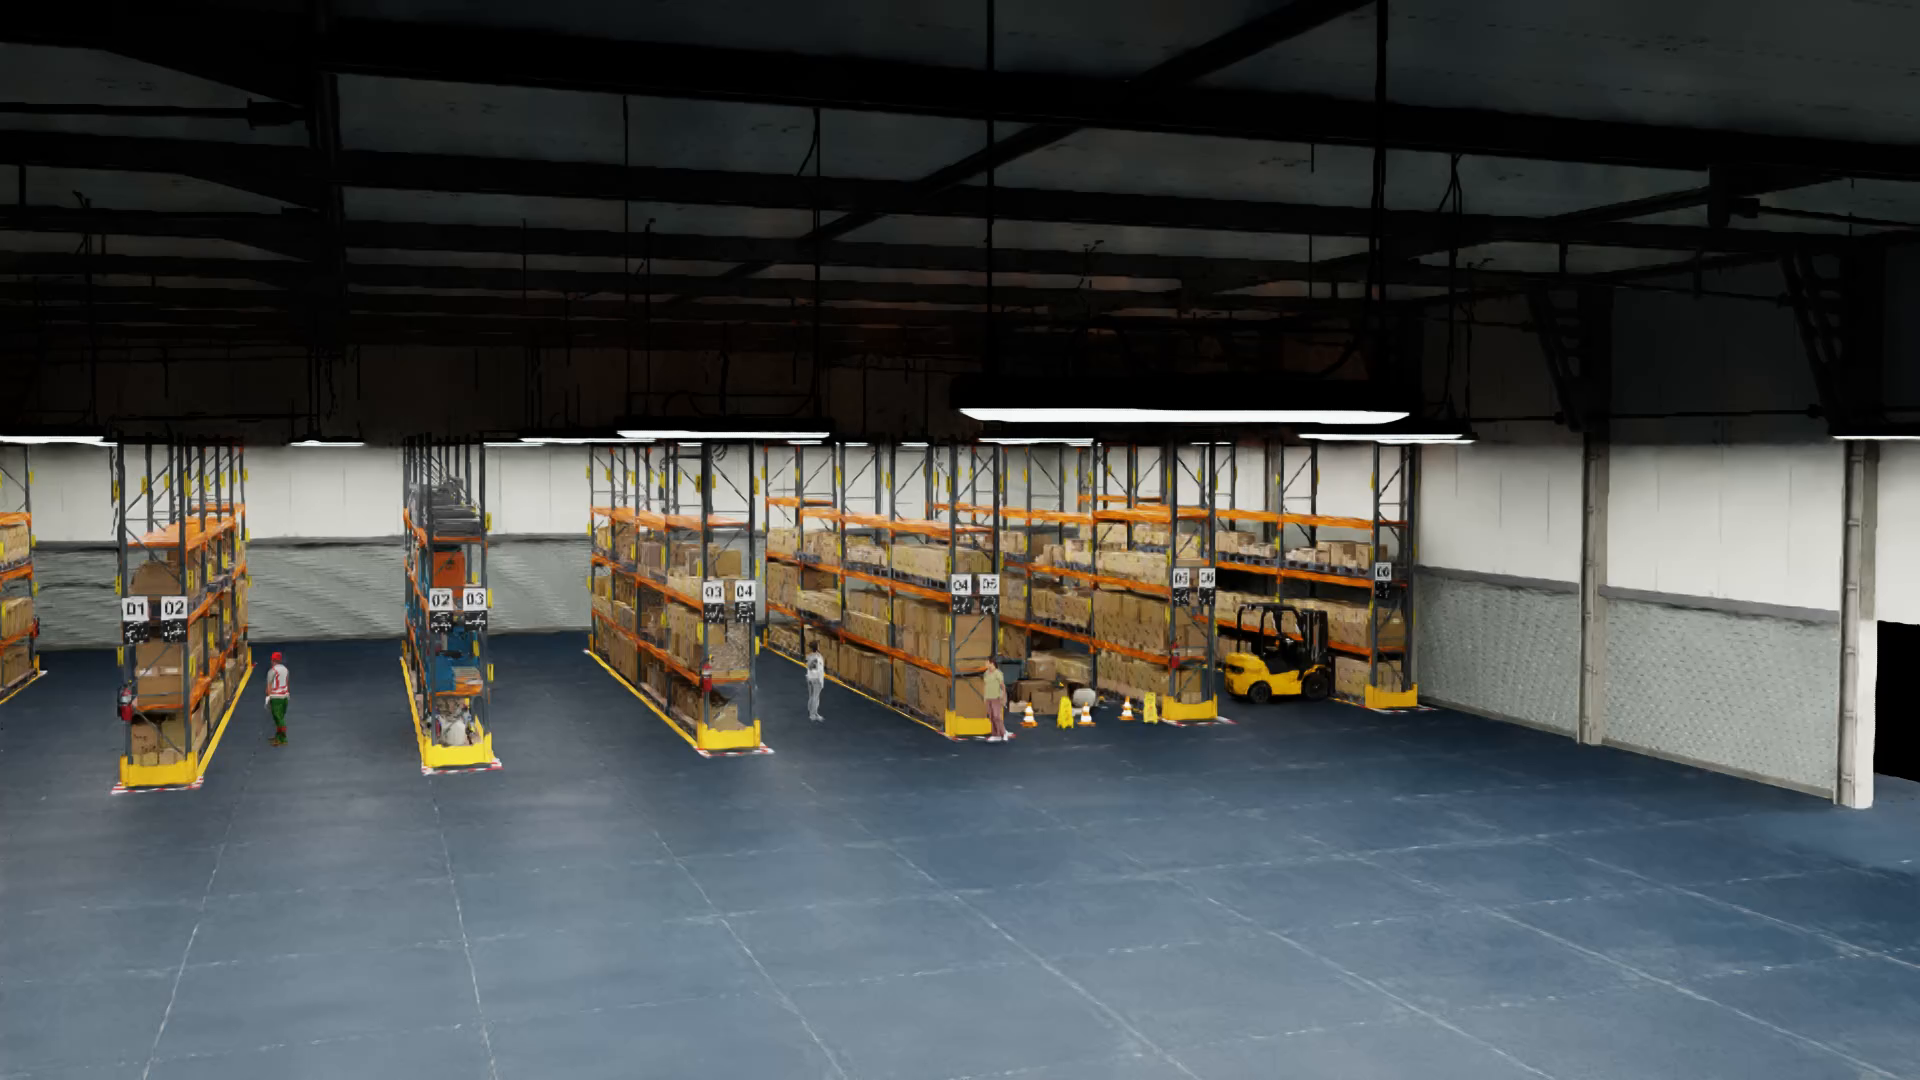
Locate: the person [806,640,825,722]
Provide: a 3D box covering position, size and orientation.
[{"bbox_3d":[-3.014,2.941,34.831,0.404,1.681,0.531,-3,4,-43],"label":"person"}]

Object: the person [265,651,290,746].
[{"bbox_3d":[-13.180,3.035,32.066,0.577,1.785,0.655,1,3,12],"label":"person"}]

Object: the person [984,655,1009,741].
[{"bbox_3d":[0.693,3.082,32.404,0.571,1.666,0.375,3,4,38],"label":"person"}]

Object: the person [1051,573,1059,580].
[{"bbox_3d":[3.141,1.871,53.654,0.605,1.771,0.767,3,4,41],"label":"person"}]
